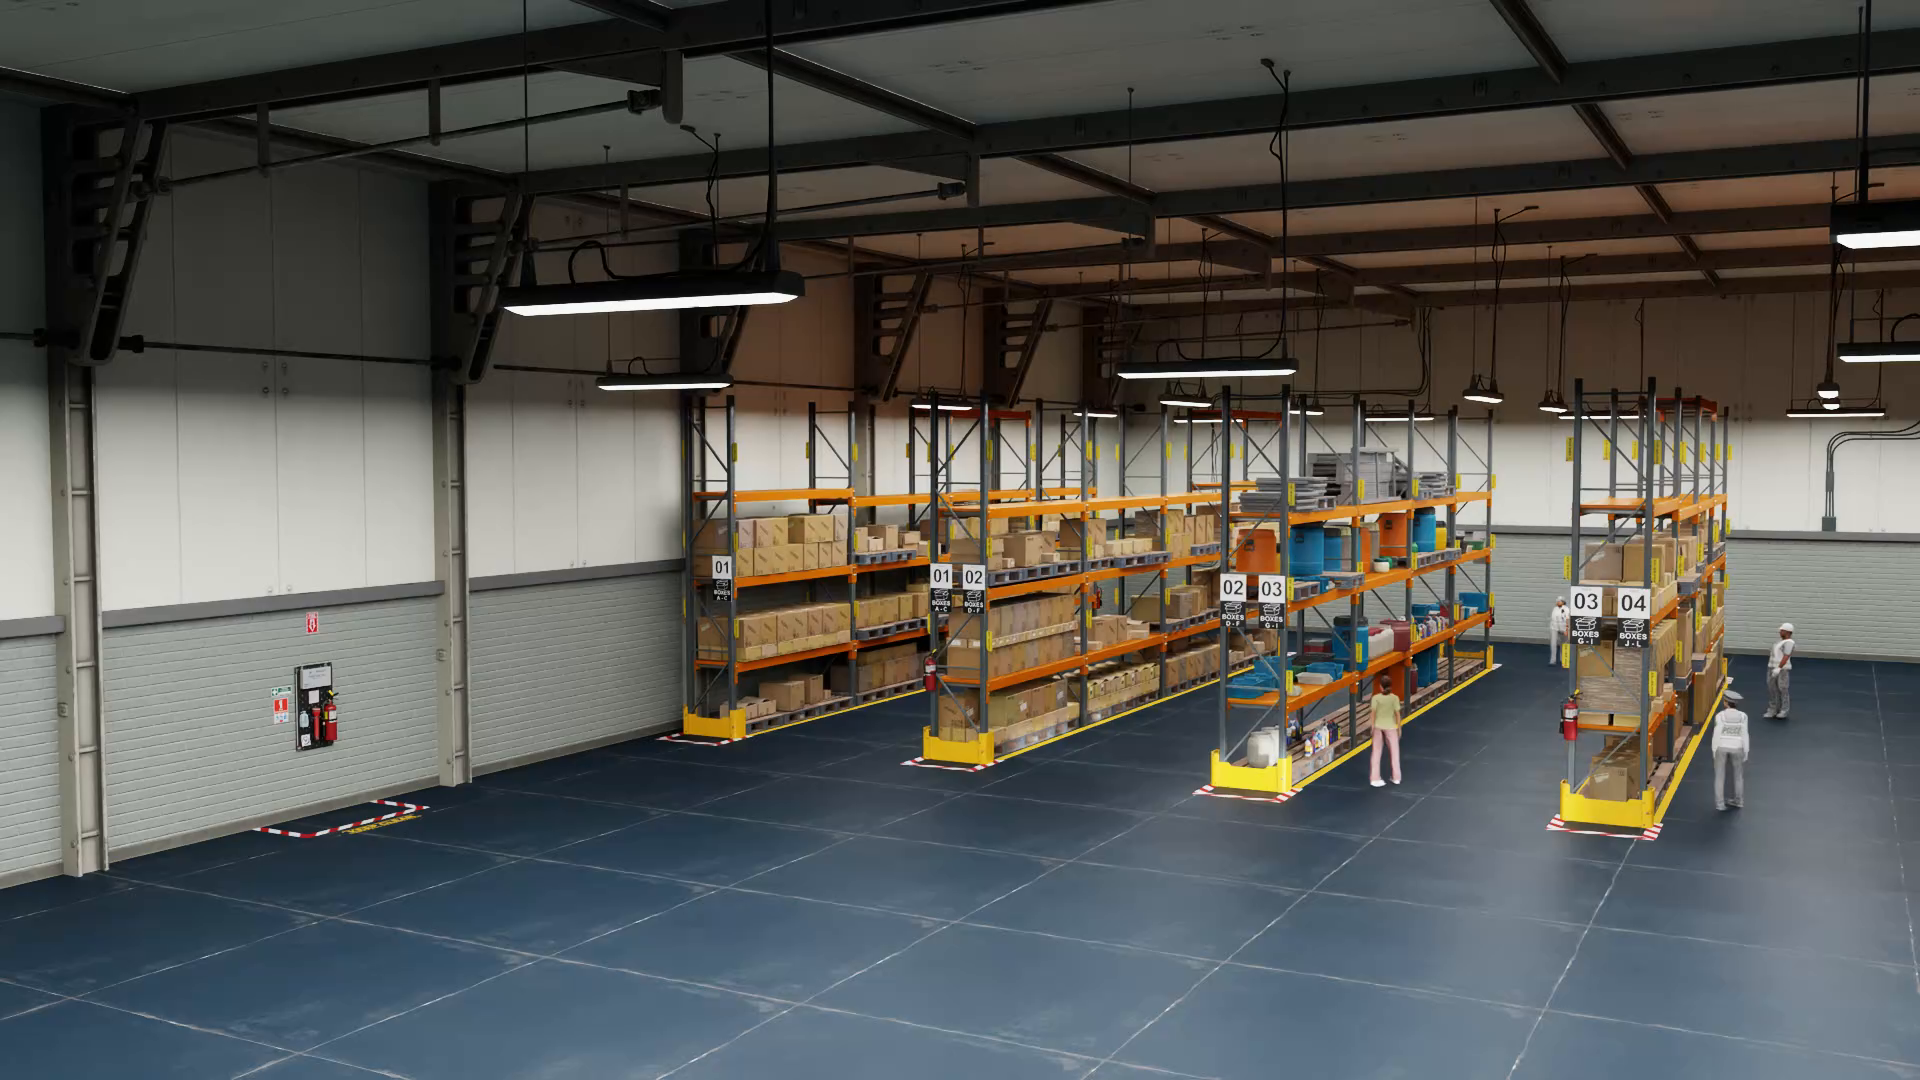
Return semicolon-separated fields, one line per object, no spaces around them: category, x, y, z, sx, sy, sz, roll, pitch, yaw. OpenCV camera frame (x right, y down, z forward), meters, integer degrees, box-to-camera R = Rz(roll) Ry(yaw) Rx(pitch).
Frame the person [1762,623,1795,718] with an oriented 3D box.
person;15.440;2.468;31.333;0.636;1.810;0.570;-1;3;-17

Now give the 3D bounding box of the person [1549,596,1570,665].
person;14.162;2.130;39.260;0.475;1.617;0.996;1;3;19

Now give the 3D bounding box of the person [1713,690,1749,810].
person;10.825;2.937;23.349;0.467;1.684;0.552;1;3;25

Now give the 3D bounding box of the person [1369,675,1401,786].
person;6.453;2.857;25.021;0.427;1.667;0.578;2;4;34
